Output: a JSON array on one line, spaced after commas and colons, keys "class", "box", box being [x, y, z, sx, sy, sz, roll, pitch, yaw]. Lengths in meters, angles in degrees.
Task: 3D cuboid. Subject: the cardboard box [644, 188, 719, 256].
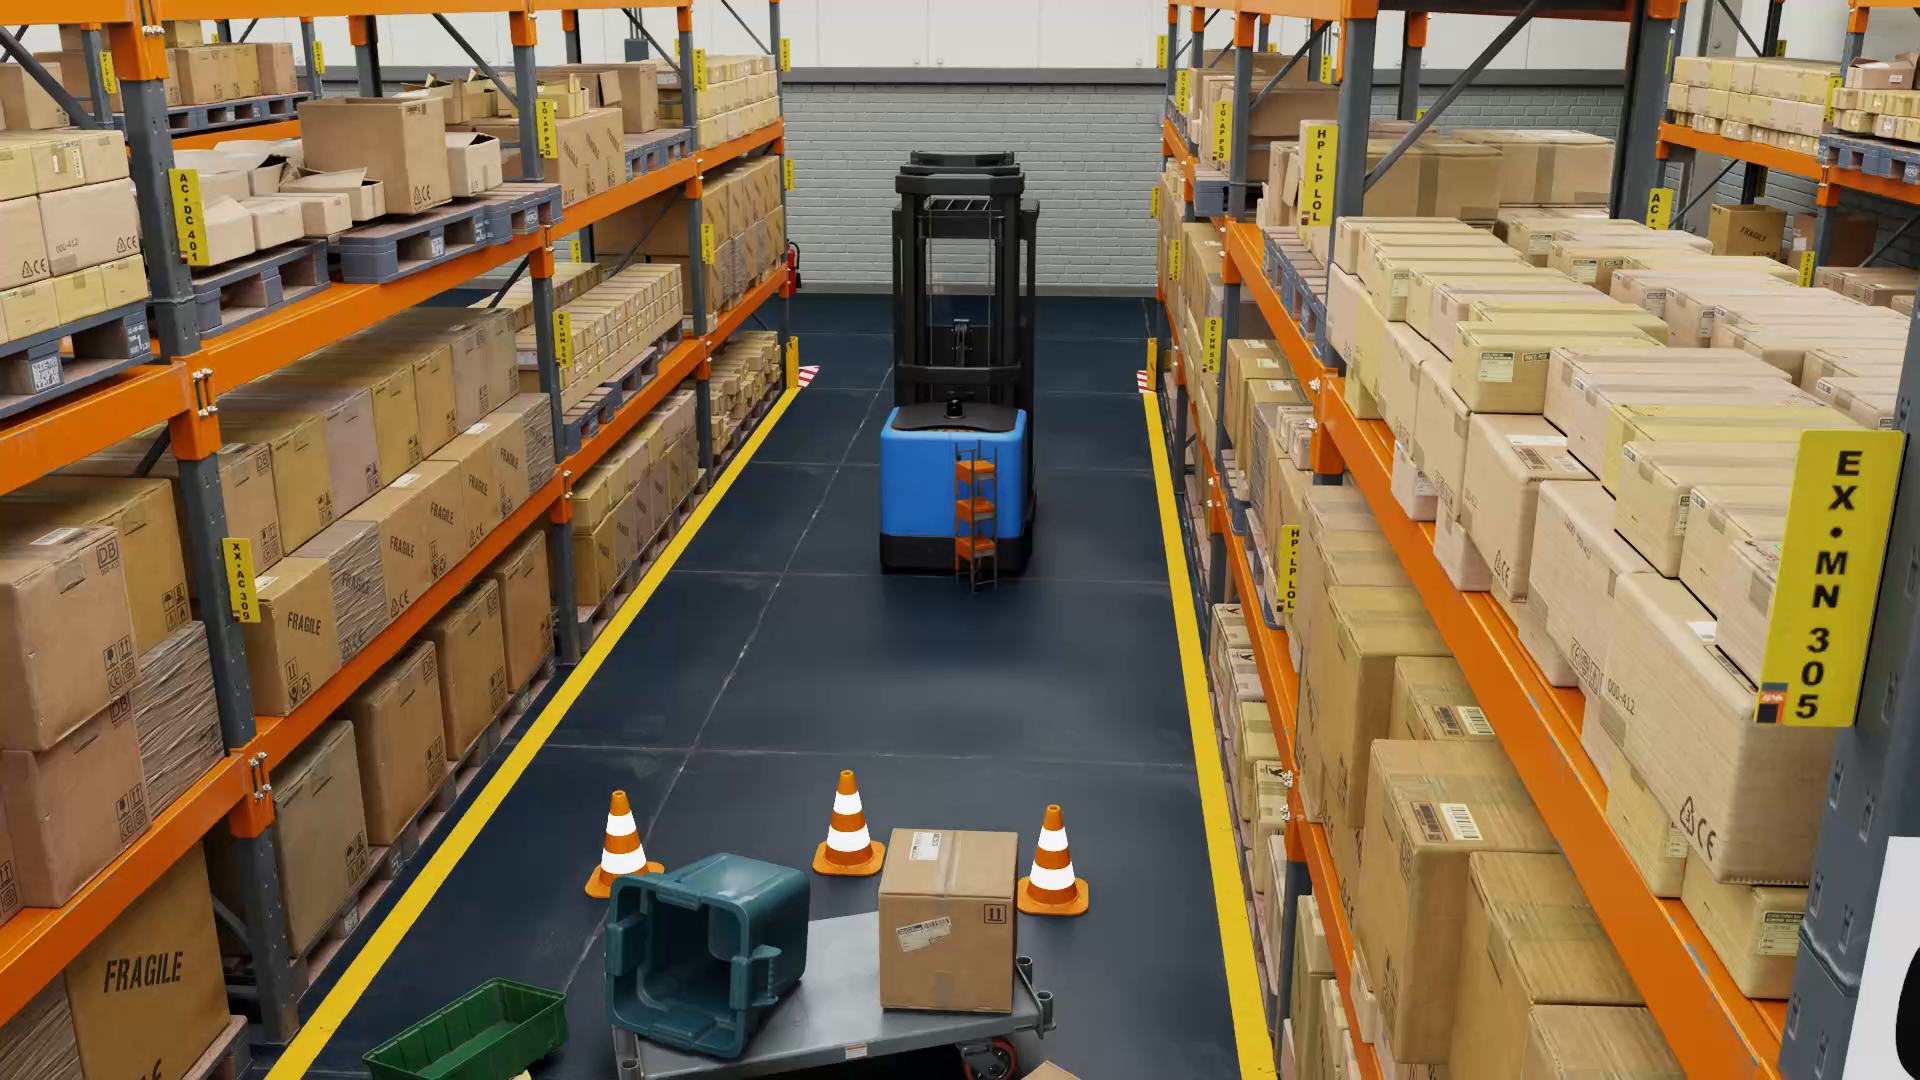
[{"class": "cardboard box", "box": [-2.354, -2.696, 14.090, 0.500, 0.500, 0.500, 2, 18, 5]}]

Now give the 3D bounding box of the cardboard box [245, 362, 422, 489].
[{"class": "cardboard box", "box": [-3.064, -0.563, 8.059, 0.700, 0.500, 0.500, 1, 18, 3]}]

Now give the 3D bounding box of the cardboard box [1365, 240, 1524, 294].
[{"class": "cardboard box", "box": [1.376, -0.765, 4.746, 0.380, 0.149, 0.250, 1, 18, 2]}]

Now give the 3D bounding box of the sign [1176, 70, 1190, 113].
[{"class": "sign", "box": [1.762, -3.539, 13.132, 0.100, 0.325, 0.005, 1, 18, 4]}]

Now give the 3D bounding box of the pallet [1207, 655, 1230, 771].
[{"class": "pallet", "box": [1.971, 0.992, 9.557, 1.003, 0.211, 1.213, 1, 18, 4]}]

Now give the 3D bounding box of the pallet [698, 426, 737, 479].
[{"class": "pallet", "box": [-2.616, -0.782, 14.970, 1.003, 0.211, 1.213, 1, 18, 4]}]

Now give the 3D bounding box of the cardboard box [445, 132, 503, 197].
[{"class": "cardboard box", "box": [-2.691, -1.954, 8.560, 0.500, 0.311, 0.500, 1, 18, 4]}]

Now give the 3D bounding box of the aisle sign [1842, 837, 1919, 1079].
[{"class": "aisle sign", "box": [1.162, 0.686, 1.837, 0.394, 0.787, 0.004, 1, 18, 4]}]

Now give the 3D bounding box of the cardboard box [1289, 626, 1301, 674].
[{"class": "cardboard box", "box": [1.504, 0.420, 6.553, 0.380, 0.149, 0.250, 2, 18, 5]}]

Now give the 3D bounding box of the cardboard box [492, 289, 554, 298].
[{"class": "cardboard box", "box": [-3.208, -1.747, 12.210, 0.380, 0.149, 0.250, 2, 18, 6]}]

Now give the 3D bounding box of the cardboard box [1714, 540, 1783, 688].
[{"class": "cardboard box", "box": [1.185, 0.112, 2.070, 0.380, 0.149, 0.250, 1, 18, 4]}]

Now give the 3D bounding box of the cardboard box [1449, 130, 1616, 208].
[{"class": "cardboard box", "box": [2.209, -1.453, 6.485, 0.500, 0.250, 0.500, 1, 18, 3]}]

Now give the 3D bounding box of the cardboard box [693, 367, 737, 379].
[{"class": "cardboard box", "box": [-2.317, -1.536, 15.743, 0.380, 0.149, 0.250, 1, 18, 2]}]

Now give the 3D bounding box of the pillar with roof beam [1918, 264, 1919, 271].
[{"class": "pillar with roof beam", "box": [3.922, -4.852, 13.278, 9.100, 9.000, 0.400, 1, 18, 4]}]

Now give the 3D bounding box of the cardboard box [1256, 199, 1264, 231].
[{"class": "cardboard box", "box": [1.837, -1.788, 9.149, 0.380, 0.149, 0.250, 1, 18, 4]}]

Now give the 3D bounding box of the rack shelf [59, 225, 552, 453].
[{"class": "rack shelf", "box": [-3.059, -1.118, 7.854, 1.077, 0.370, 4.000, 1, 18, 4]}]

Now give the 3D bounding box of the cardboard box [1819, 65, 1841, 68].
[{"class": "cardboard box", "box": [7.644, -3.908, 14.176, 0.500, 0.250, 0.500, 1, 18, 3]}]

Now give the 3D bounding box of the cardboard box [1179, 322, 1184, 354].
[{"class": "cardboard box", "box": [2.021, -1.616, 13.279, 0.500, 0.250, 0.500, 1, 18, 3]}]

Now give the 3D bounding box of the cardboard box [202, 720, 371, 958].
[{"class": "cardboard box", "box": [-3.248, 1.262, 7.193, 1.050, 0.750, 0.750, 1, 18, 4]}]

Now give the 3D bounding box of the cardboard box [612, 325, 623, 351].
[{"class": "cardboard box", "box": [-2.590, -1.422, 11.698, 0.380, 0.149, 0.250, 1, 18, 3]}]

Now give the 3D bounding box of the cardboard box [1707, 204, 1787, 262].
[{"class": "cardboard box", "box": [7.145, -2.777, 15.139, 0.500, 0.500, 0.500, 2, 18, 5]}]

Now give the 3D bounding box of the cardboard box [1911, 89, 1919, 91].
[{"class": "cardboard box", "box": [7.362, -3.307, 12.473, 0.380, 0.149, 0.250, 1, 18, 3]}]

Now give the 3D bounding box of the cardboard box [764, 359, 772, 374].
[{"class": "cardboard box", "box": [-2.131, -1.794, 17.008, 0.380, 0.149, 0.250, 1, 18, 2]}]

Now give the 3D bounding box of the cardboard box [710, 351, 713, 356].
[{"class": "cardboard box", "box": [-2.699, -1.870, 16.760, 0.380, 0.149, 0.250, 0, 18, 1]}]

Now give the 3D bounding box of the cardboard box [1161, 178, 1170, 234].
[{"class": "cardboard box", "box": [2.254, -3.280, 16.349, 0.500, 0.500, 0.500, 1, 18, 2]}]

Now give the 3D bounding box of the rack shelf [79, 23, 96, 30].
[{"class": "rack shelf", "box": [-7.712, -3.737, 11.675, 1.077, 0.370, 4.000, 1, 18, 4]}]

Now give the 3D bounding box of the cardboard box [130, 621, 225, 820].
[{"class": "cardboard box", "box": [-3.217, 0.631, 5.940, 0.875, 0.550, 0.550, 1, 18, 4]}]

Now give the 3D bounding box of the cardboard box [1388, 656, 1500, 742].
[{"class": "cardboard box", "box": [1.426, 0.612, 3.995, 0.700, 0.500, 0.500, 1, 18, 4]}]

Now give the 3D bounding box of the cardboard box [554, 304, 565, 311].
[{"class": "cardboard box", "box": [-3.186, -1.682, 12.489, 0.380, 0.149, 0.250, 2, 18, 6]}]

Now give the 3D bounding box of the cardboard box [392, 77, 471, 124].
[{"class": "cardboard box", "box": [-3.146, -2.623, 9.904, 0.396, 0.266, 0.258, 1, 18, 4]}]

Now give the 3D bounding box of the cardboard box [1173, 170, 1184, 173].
[{"class": "cardboard box", "box": [2.193, -3.385, 15.628, 0.380, 0.149, 0.250, 1, 18, 4]}]

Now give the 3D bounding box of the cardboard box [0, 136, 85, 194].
[{"class": "cardboard box", "box": [-2.929, -1.146, 5.073, 0.380, 0.149, 0.250, 1, 18, 4]}]

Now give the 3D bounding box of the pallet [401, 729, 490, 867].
[{"class": "pallet", "box": [-3.138, 1.291, 8.644, 1.003, 0.211, 1.213, 1, 18, 4]}]

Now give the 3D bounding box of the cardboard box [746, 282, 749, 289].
[{"class": "cardboard box", "box": [-2.264, -2.515, 16.184, 0.380, 0.149, 0.250, 1, 18, 2]}]

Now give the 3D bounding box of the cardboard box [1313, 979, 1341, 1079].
[{"class": "cardboard box", "box": [1.404, 1.761, 5.269, 0.500, 0.500, 0.500, 2, 18, 6]}]

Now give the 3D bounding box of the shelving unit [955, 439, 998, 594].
[{"class": "shelving unit", "box": [0.114, -0.163, 11.734, 0.215, 1.050, 0.252, -9, 20, -26]}]

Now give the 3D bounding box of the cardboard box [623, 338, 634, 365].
[{"class": "cardboard box", "box": [-2.569, -1.362, 11.993, 0.380, 0.149, 0.250, 1, 18, 2]}]

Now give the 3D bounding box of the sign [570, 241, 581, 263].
[{"class": "sign", "box": [-3.171, -2.319, 13.791, 0.100, 0.325, 0.005, 1, 18, 4]}]

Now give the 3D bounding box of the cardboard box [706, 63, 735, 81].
[{"class": "cardboard box", "box": [-2.224, -4.171, 14.815, 0.380, 0.149, 0.250, 2, 18, 7]}]

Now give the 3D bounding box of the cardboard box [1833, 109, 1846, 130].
[{"class": "cardboard box", "box": [6.849, -3.178, 12.556, 0.380, 0.149, 0.250, 2, 18, 5]}]

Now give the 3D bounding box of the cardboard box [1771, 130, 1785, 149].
[{"class": "cardboard box", "box": [7.069, -3.368, 13.972, 0.380, 0.149, 0.250, 1, 18, 4]}]

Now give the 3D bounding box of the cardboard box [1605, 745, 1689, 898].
[{"class": "cardboard box", "box": [1.187, 0.408, 2.448, 0.380, 0.149, 0.250, 1, 18, 4]}]

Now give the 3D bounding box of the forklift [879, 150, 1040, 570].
[{"class": "forklift", "box": [0.052, -1.588, 13.063, 1.130, 2.935, 3.031, 1, 18, 4]}]

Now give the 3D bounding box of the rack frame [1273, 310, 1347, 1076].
[{"class": "rack frame", "box": [1.742, 0.666, 6.072, 1.000, 3.000, 0.127, 1, 18, 4]}]

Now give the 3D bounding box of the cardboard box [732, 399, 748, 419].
[{"class": "cardboard box", "box": [-2.230, -1.252, 15.831, 0.380, 0.149, 0.250, 1, 18, 2]}]

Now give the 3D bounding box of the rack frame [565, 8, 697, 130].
[{"class": "rack frame", "box": [-2.629, -4.748, 12.962, 1.000, 3.000, 0.127, 1, 18, 4]}]

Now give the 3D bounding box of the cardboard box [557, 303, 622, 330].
[{"class": "cardboard box", "box": [-2.597, -1.565, 11.657, 0.380, 0.149, 0.250, 2, 18, 6]}]

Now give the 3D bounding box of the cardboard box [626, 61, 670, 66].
[{"class": "cardboard box", "box": [-2.815, -4.263, 15.097, 0.380, 0.149, 0.250, 1, 18, 3]}]

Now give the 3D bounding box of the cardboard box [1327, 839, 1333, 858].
[{"class": "cardboard box", "box": [1.433, 0.956, 5.592, 0.380, 0.149, 0.250, 2, 18, 6]}]

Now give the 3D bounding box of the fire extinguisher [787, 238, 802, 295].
[{"class": "fire extinguisher", "box": [-1.864, -2.994, 17.965, 0.296, 0.674, 0.183, 1, 18, 4]}]

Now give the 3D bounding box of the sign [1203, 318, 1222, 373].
[{"class": "sign", "box": [1.475, -1.138, 9.718, 0.100, 0.325, 0.005, 1, 18, 4]}]

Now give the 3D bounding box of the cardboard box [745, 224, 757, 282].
[{"class": "cardboard box", "box": [-2.233, -2.711, 15.742, 0.500, 0.500, 0.500, 2, 18, 7]}]

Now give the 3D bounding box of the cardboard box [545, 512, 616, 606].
[{"class": "cardboard box", "box": [-2.611, 0.119, 11.082, 0.500, 0.500, 0.500, 1, 18, 2]}]

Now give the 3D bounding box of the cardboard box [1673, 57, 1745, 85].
[{"class": "cardboard box", "box": [7.271, -4.552, 16.140, 0.500, 0.250, 0.500, 1, 18, 3]}]

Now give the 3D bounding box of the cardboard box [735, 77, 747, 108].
[{"class": "cardboard box", "box": [-2.244, -4.108, 15.265, 0.500, 0.250, 0.500, 0, 18, 2]}]

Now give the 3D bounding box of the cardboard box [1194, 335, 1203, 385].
[{"class": "cardboard box", "box": [1.860, -1.217, 11.259, 0.500, 0.250, 0.500, 1, 18, 2]}]

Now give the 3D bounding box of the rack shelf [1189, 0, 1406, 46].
[{"class": "rack shelf", "box": [2.172, -3.516, 11.000, 1.077, 0.370, 4.000, 1, 18, 4]}]

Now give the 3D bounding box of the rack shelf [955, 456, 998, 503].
[{"class": "rack shelf", "box": [0.113, -0.423, 11.648, 0.215, 0.259, 0.240, -9, 20, -26]}]
